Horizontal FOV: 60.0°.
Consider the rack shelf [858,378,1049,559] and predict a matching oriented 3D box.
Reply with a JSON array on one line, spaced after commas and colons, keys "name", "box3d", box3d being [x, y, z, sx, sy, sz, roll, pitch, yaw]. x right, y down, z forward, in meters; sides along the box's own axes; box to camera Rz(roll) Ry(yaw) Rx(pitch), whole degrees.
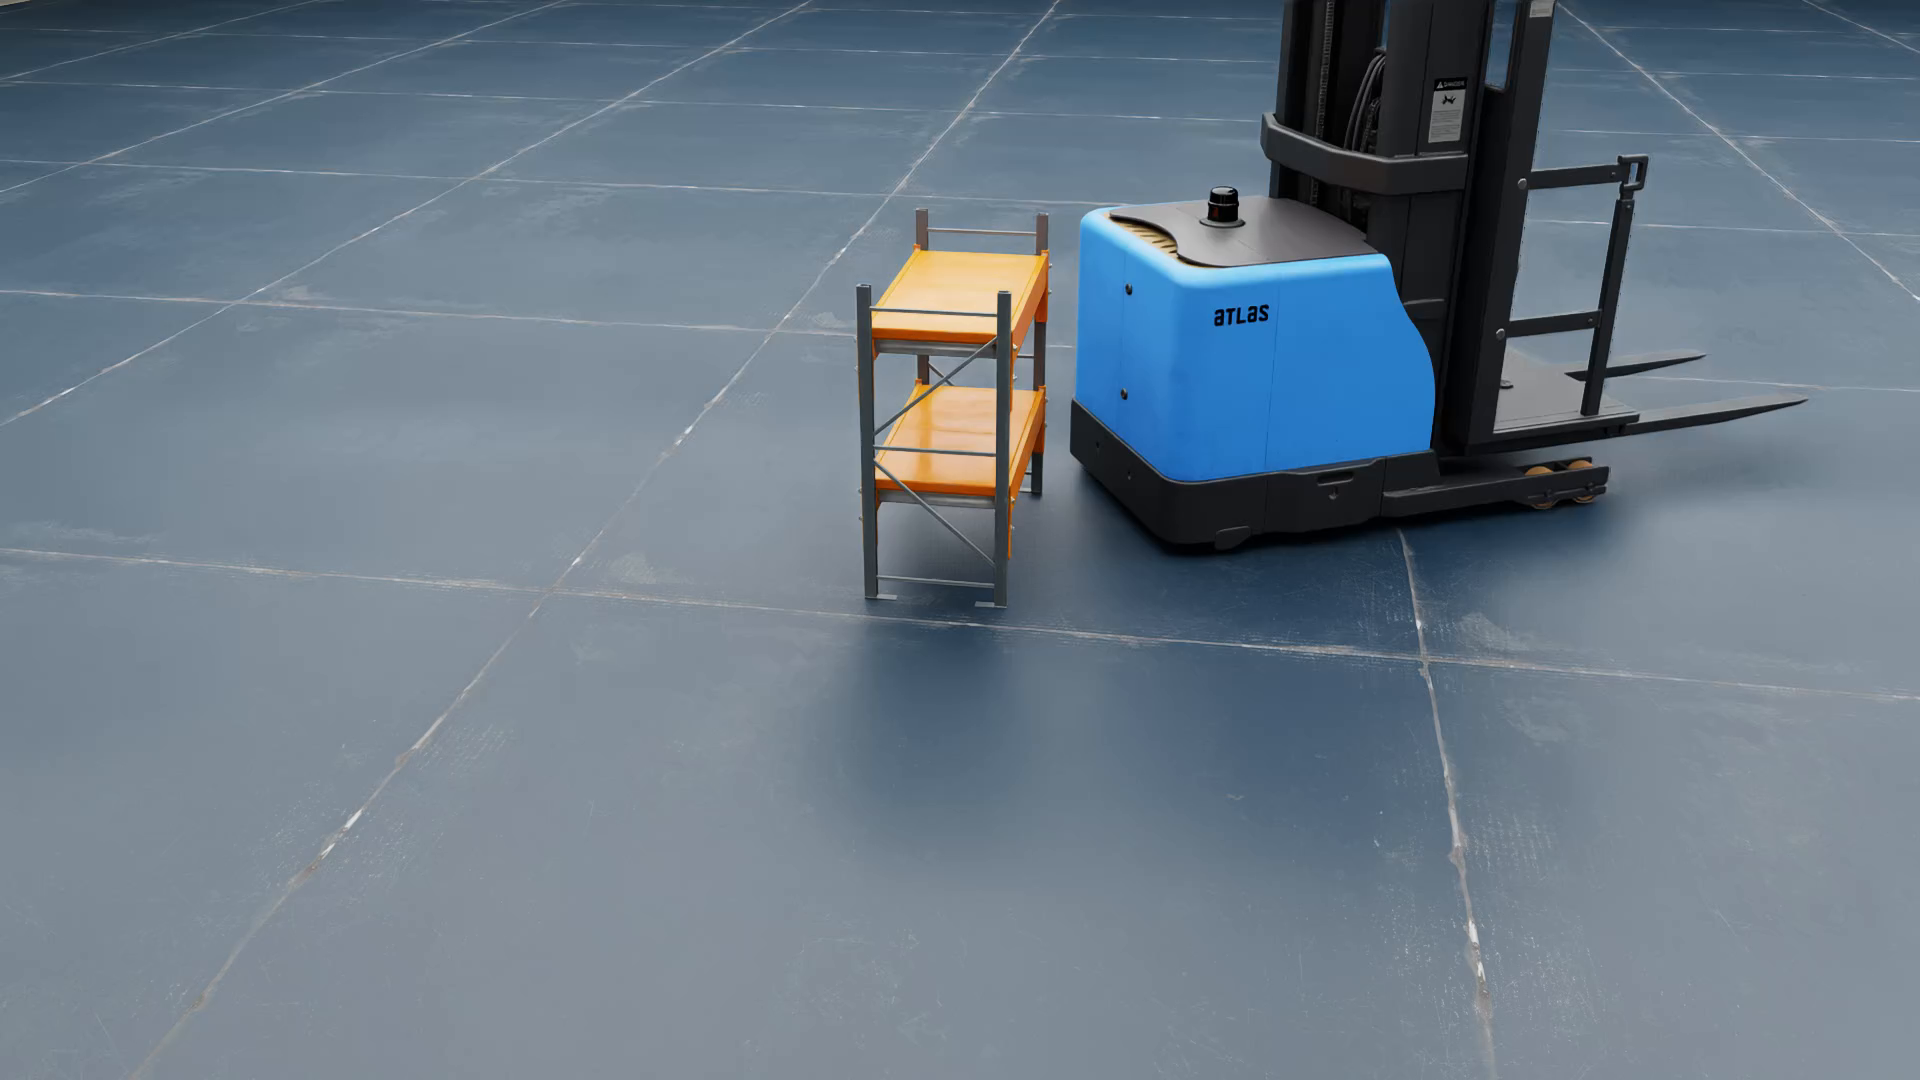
[{"name": "rack shelf", "box3d": [-0.001, -0.285, 6.109, 0.538, 0.278, 1.000, 4, 25, 9]}]

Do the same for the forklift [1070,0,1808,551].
[{"name": "forklift", "box3d": [2.027, -1.649, 6.315, 3.031, 2.935, 1.130, -8, 26, -17]}]

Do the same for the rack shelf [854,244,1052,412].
[{"name": "rack shelf", "box3d": [-0.001, -0.772, 5.881, 0.538, 0.278, 1.000, 4, 25, 9]}]

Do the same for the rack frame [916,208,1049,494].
[{"name": "rack frame", "box3d": [0.082, -0.719, 6.460, 0.500, 1.125, 0.032, 4, 25, 9]}]

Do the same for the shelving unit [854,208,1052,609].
[{"name": "shelving unit", "box3d": [-0.001, -0.507, 6.005, 0.538, 1.125, 1.048, 4, 25, 9]}]

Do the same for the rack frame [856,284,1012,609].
[{"name": "rack frame", "box3d": [-0.084, -0.294, 5.551, 0.500, 1.125, 0.032, 4, 25, 9]}]
